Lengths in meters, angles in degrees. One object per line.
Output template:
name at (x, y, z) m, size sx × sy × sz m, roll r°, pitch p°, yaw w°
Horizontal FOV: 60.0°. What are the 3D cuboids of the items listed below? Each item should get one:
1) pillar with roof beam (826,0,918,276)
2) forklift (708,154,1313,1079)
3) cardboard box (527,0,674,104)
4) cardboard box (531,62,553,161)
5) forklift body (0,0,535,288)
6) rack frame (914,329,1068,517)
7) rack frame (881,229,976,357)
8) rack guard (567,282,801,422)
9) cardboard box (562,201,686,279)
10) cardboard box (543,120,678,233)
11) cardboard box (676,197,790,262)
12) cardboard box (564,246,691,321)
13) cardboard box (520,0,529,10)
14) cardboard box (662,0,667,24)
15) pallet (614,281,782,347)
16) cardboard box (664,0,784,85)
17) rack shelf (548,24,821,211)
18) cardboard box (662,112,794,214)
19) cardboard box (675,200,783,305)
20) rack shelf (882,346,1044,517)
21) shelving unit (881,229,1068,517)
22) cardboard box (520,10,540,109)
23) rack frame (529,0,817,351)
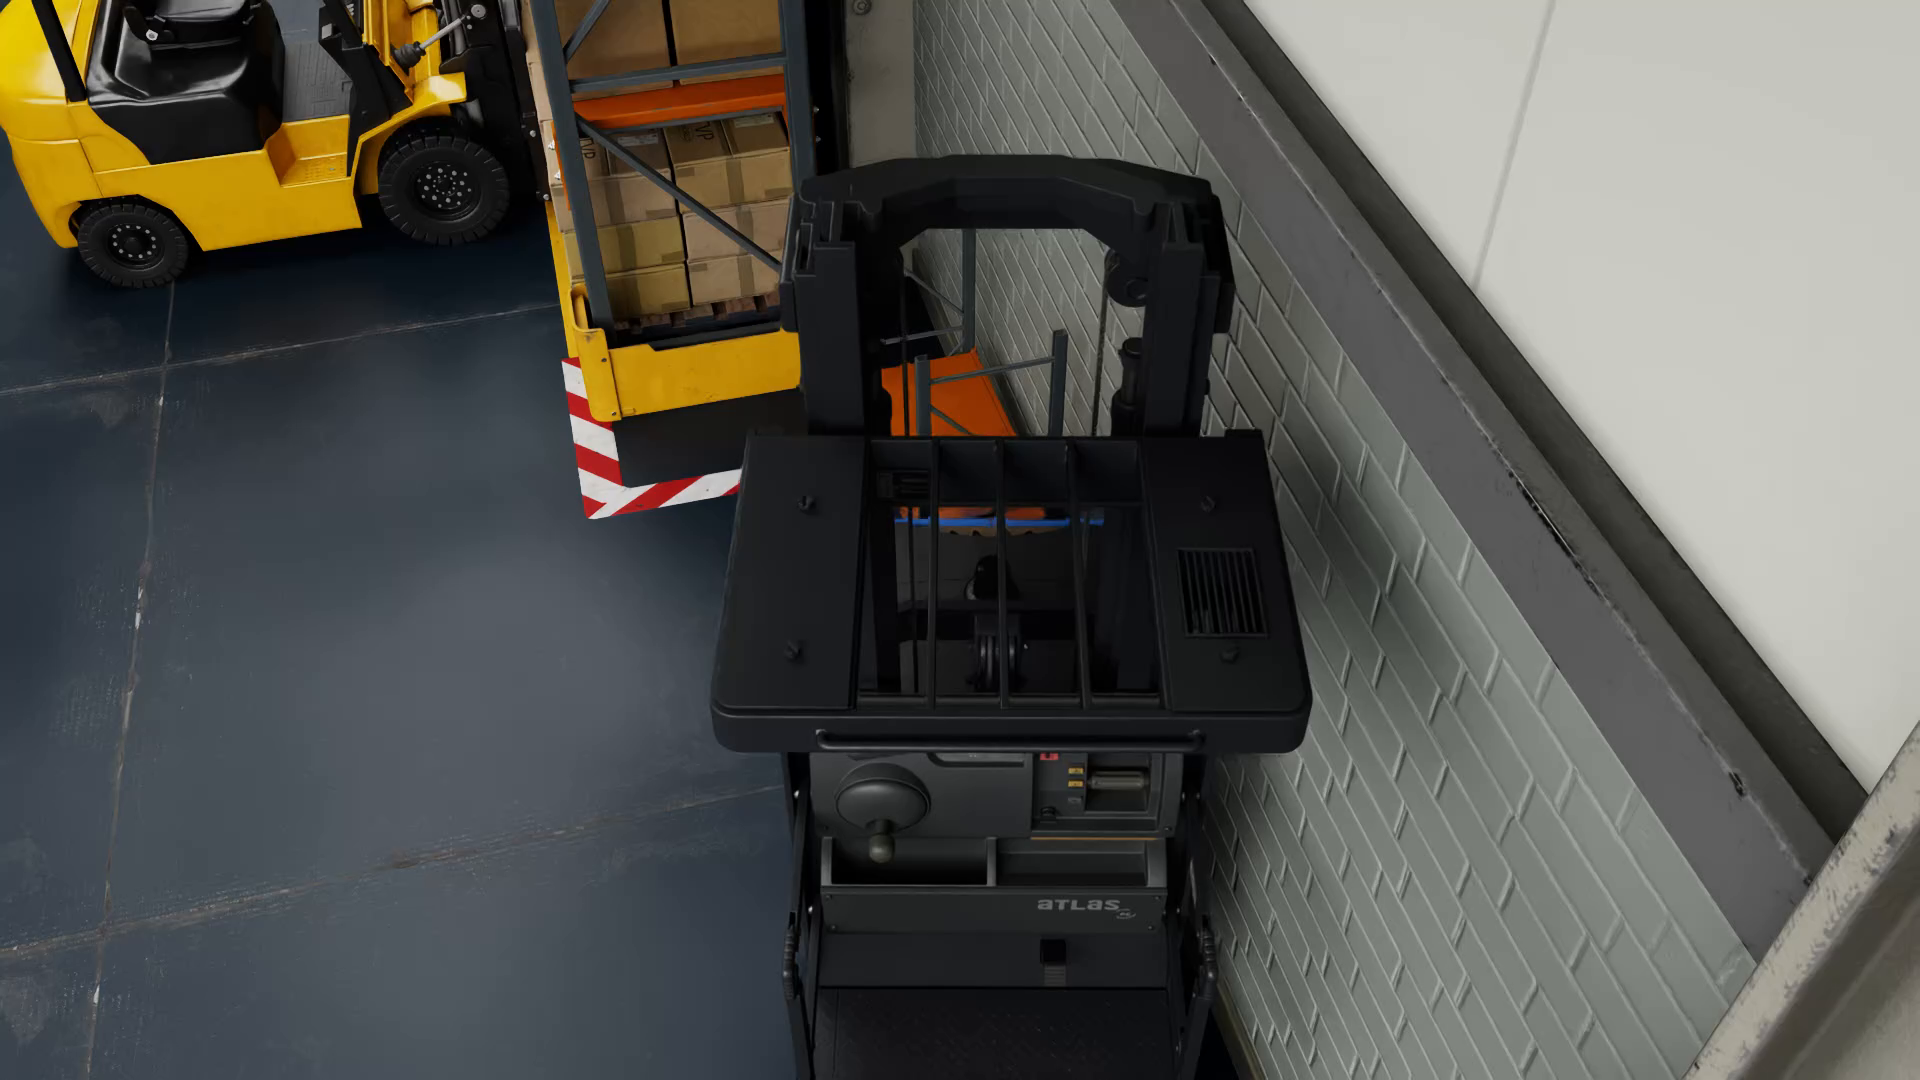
pillar with roof beam at (-4.553, -3.754, 4.129) m, size 9.100 × 9.000 × 0.400 m, roll -11°, pitch 47°, yaw -10°
forklift at (0.093, 0.703, 4.009) m, size 1.130 × 2.935 × 3.031 m, roll 0°, pitch 46°, yaw 0°
cardboard box at (-1.464, -2.123, 6.660) m, size 0.500 × 0.500 × 0.500 m, roll -12°, pitch 47°, yaw -11°
cardboard box at (-1.640, -1.943, 7.485) m, size 0.500 × 0.250 × 0.500 m, roll -10°, pitch 46°, yaw -10°
forklift body at (-3.333, -2.475, 7.669) m, size 2.313 × 2.155 × 1.214 m, roll -11°, pitch 47°, yaw -10°
rack frame at (0.101, -0.090, 5.788) m, size 0.500 × 1.500 × 0.032 m, roll -12°, pitch 47°, yaw -11°
rack frame at (-0.186, -0.787, 6.471) m, size 0.500 × 1.500 × 0.032 m, roll -12°, pitch 47°, yaw -11°
rack guard at (-1.078, -0.905, 7.287) m, size 1.175 × 0.500 × 0.348 m, roll -11°, pitch 47°, yaw -10°
cardboard box at (-1.511, -1.435, 7.337) m, size 0.500 × 0.250 × 0.500 m, roll -11°, pitch 47°, yaw -11°
cardboard box at (-1.504, -1.592, 7.141) m, size 0.500 × 0.250 × 0.500 m, roll -9°, pitch 46°, yaw -9°
cardboard box at (-1.004, -1.518, 7.419) m, size 0.500 × 0.250 × 0.500 m, roll -10°, pitch 46°, yaw -10°
cardboard box at (-1.510, -1.247, 7.503) m, size 0.500 × 0.250 × 0.500 m, roll -10°, pitch 46°, yaw -10°
cardboard box at (-1.901, -2.641, 8.169) m, size 0.500 × 0.250 × 0.500 m, roll -12°, pitch 47°, yaw -11°
cardboard box at (-1.097, -2.580, 7.108) m, size 0.500 × 0.500 × 0.500 m, roll -9°, pitch 46°, yaw -9°
pallet at (-1.321, -1.341, 7.916) m, size 1.003 × 0.211 × 1.213 m, roll -11°, pitch 47°, yaw -10°
cardboard box at (-0.943, -2.224, 6.759) m, size 0.500 × 0.500 × 0.500 m, roll -9°, pitch 46°, yaw -9°
rack shelf at (-1.596, -2.925, 8.020) m, size 1.077 × 0.370 × 4.000 m, roll -11°, pitch 47°, yaw -10°
cardboard box at (-1.024, -1.697, 7.244) m, size 0.500 × 0.250 × 0.500 m, roll -11°, pitch 47°, yaw -11°
cardboard box at (-1.021, -1.356, 7.609) m, size 0.500 × 0.250 × 0.500 m, roll -11°, pitch 47°, yaw -10°
rack shelf at (-0.042, -0.313, 6.258) m, size 0.538 × 0.185 × 1.000 m, roll -12°, pitch 47°, yaw -11°
shelving unit at (-0.045, -0.445, 6.136) m, size 0.587 × 1.500 × 1.083 m, roll -12°, pitch 47°, yaw -11°
cardboard box at (-1.779, -2.290, 7.825) m, size 0.500 × 0.250 × 0.500 m, roll -10°, pitch 46°, yaw -10°
rack frame at (-1.084, -1.796, 6.410) m, size 1.000 × 3.000 × 0.127 m, roll -11°, pitch 47°, yaw -10°
